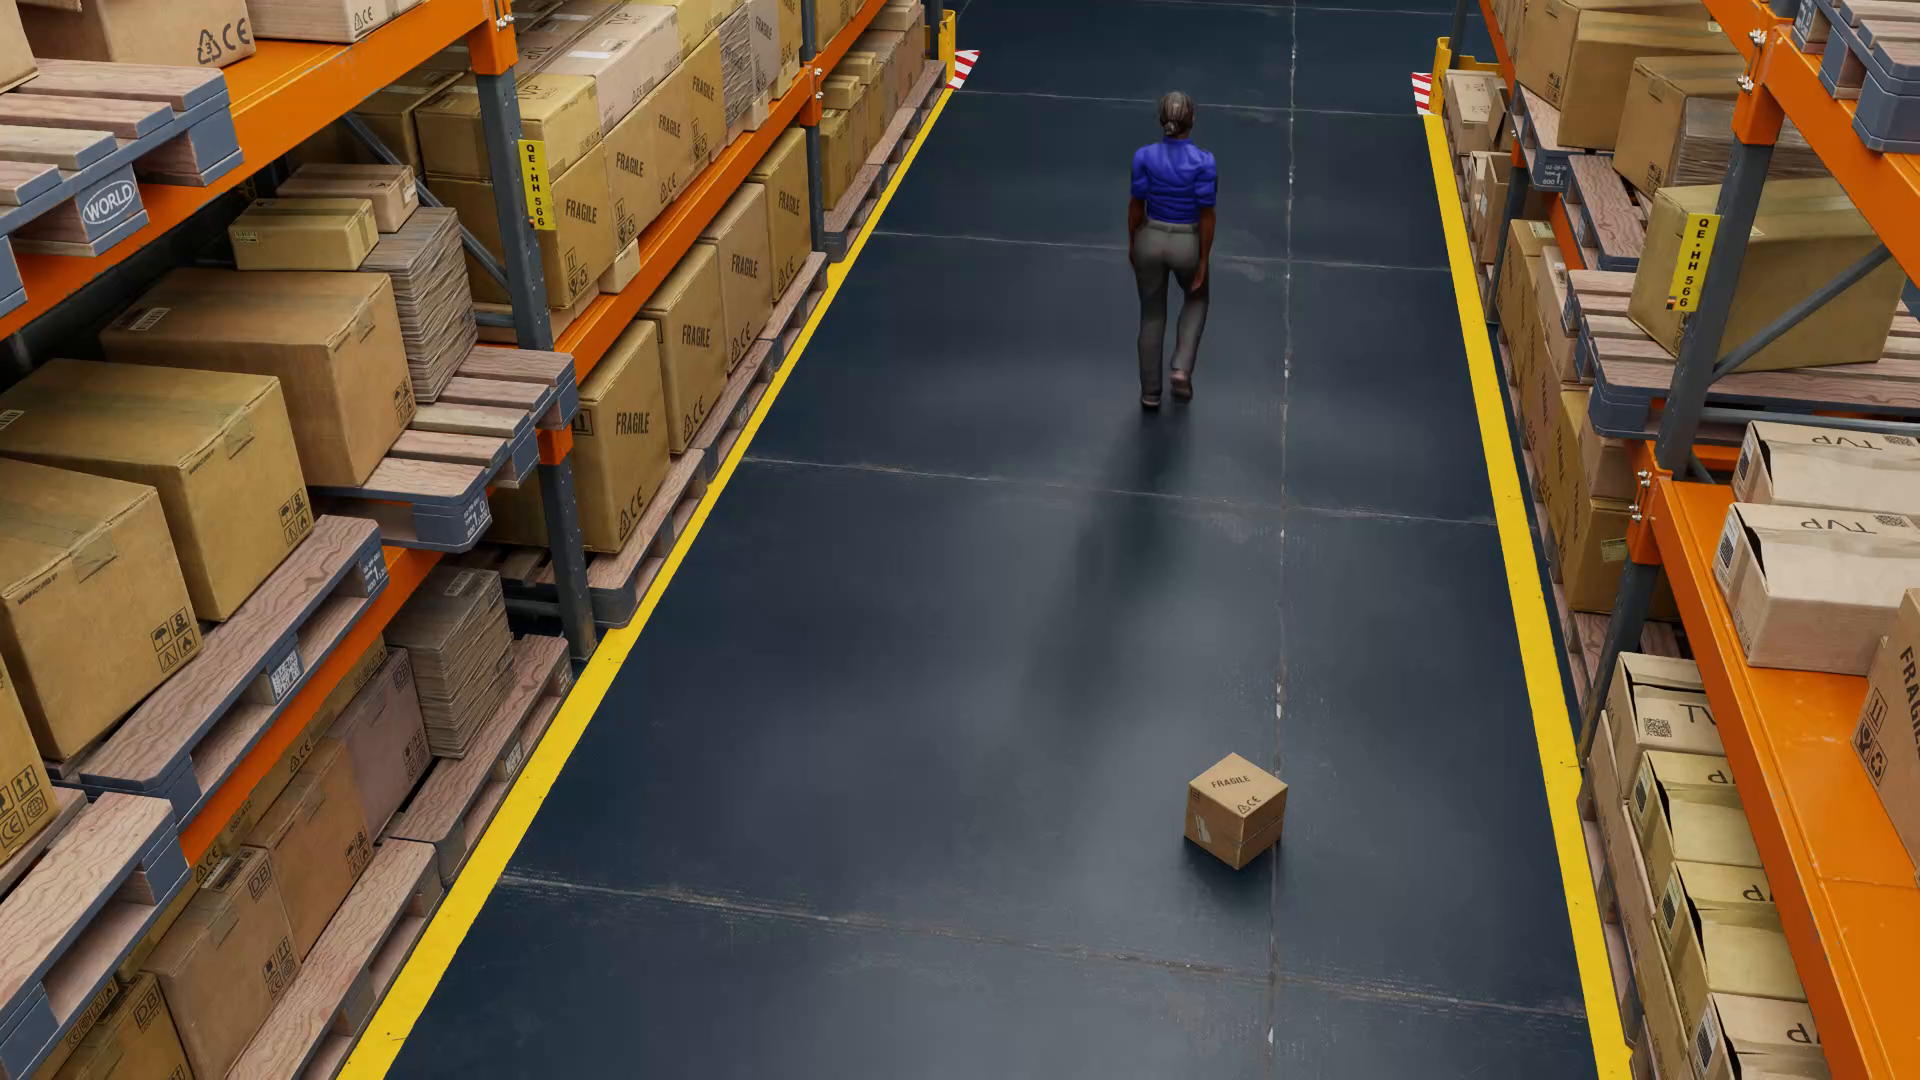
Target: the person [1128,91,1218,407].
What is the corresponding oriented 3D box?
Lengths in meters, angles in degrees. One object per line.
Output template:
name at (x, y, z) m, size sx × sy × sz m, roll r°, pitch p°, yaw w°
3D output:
person at (1.066, -1.468, 8.418) m, size 0.444 × 1.676 × 0.426 m, roll 7°, pitch 33°, yaw 11°
